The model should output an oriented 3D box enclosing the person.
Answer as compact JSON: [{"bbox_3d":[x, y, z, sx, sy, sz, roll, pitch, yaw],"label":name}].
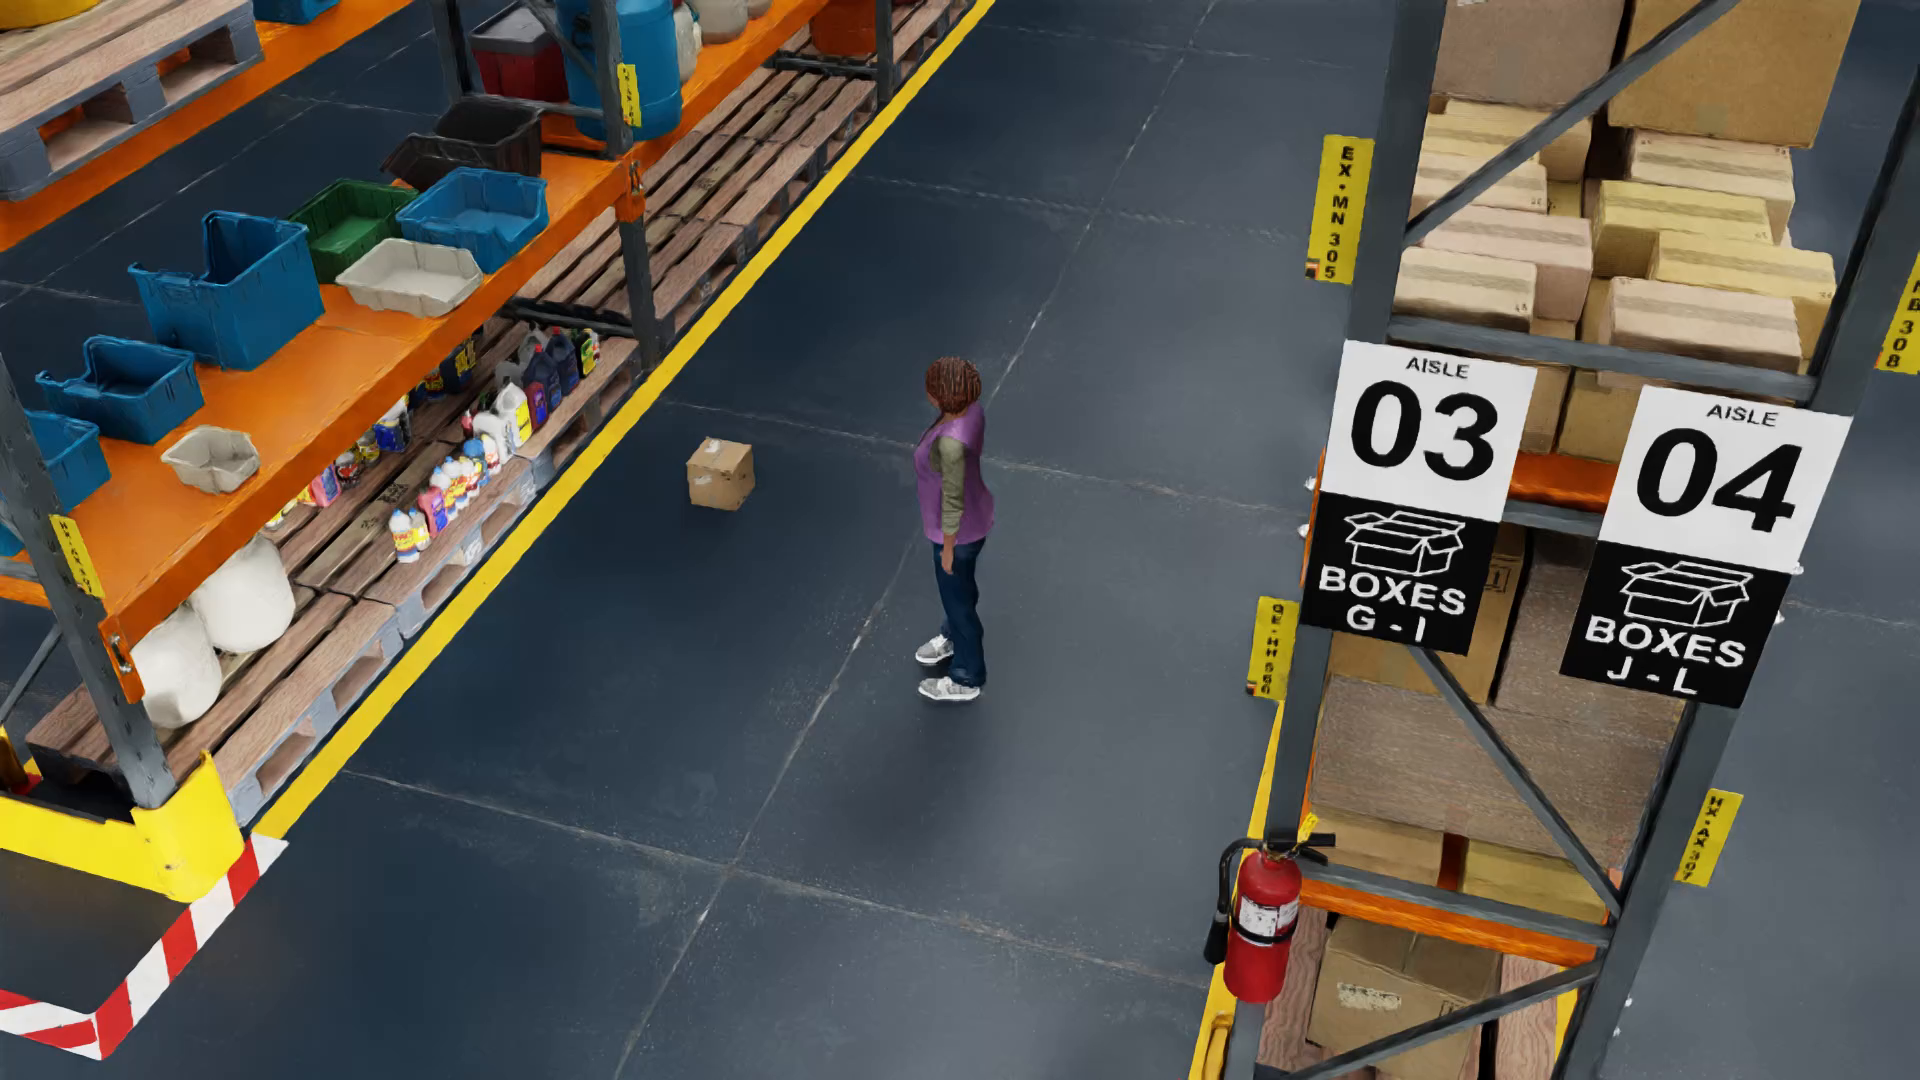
[{"bbox_3d":[-0.039,-0.055,6.943,0.343,1.599,0.427,7,38,8],"label":"person"}]
